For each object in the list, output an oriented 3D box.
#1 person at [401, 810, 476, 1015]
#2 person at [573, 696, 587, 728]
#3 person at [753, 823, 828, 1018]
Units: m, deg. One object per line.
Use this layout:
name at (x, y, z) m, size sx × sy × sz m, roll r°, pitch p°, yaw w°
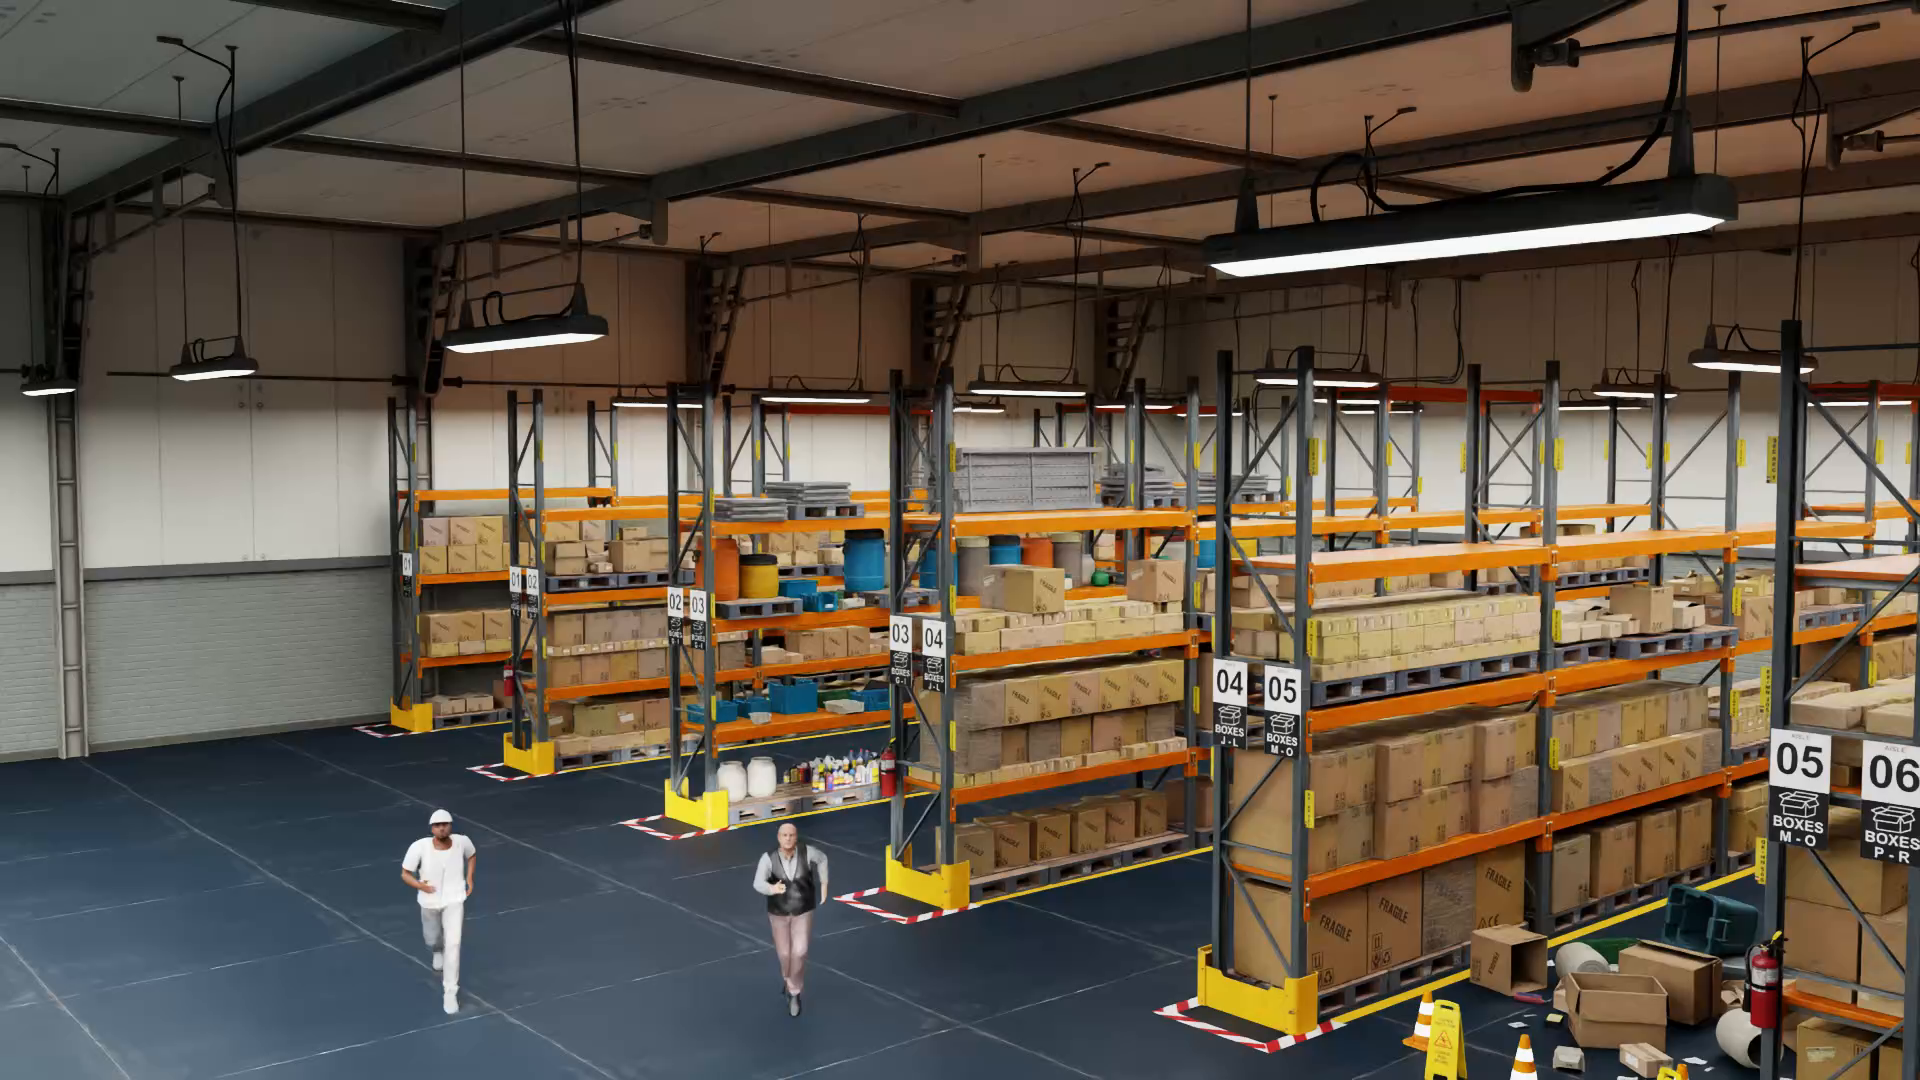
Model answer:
person at (-4.850, 3.385, 15.479) m, size 0.662 × 1.779 × 1.101 m, roll -1°, pitch 3°, yaw -14°
person at (-6.485, 2.638, 28.527) m, size 0.613 × 1.709 × 0.903 m, roll 3°, pitch 4°, yaw 40°
person at (-1.539, 3.425, 15.172) m, size 0.679 × 1.745 × 0.833 m, roll 0°, pitch 3°, yaw -5°
